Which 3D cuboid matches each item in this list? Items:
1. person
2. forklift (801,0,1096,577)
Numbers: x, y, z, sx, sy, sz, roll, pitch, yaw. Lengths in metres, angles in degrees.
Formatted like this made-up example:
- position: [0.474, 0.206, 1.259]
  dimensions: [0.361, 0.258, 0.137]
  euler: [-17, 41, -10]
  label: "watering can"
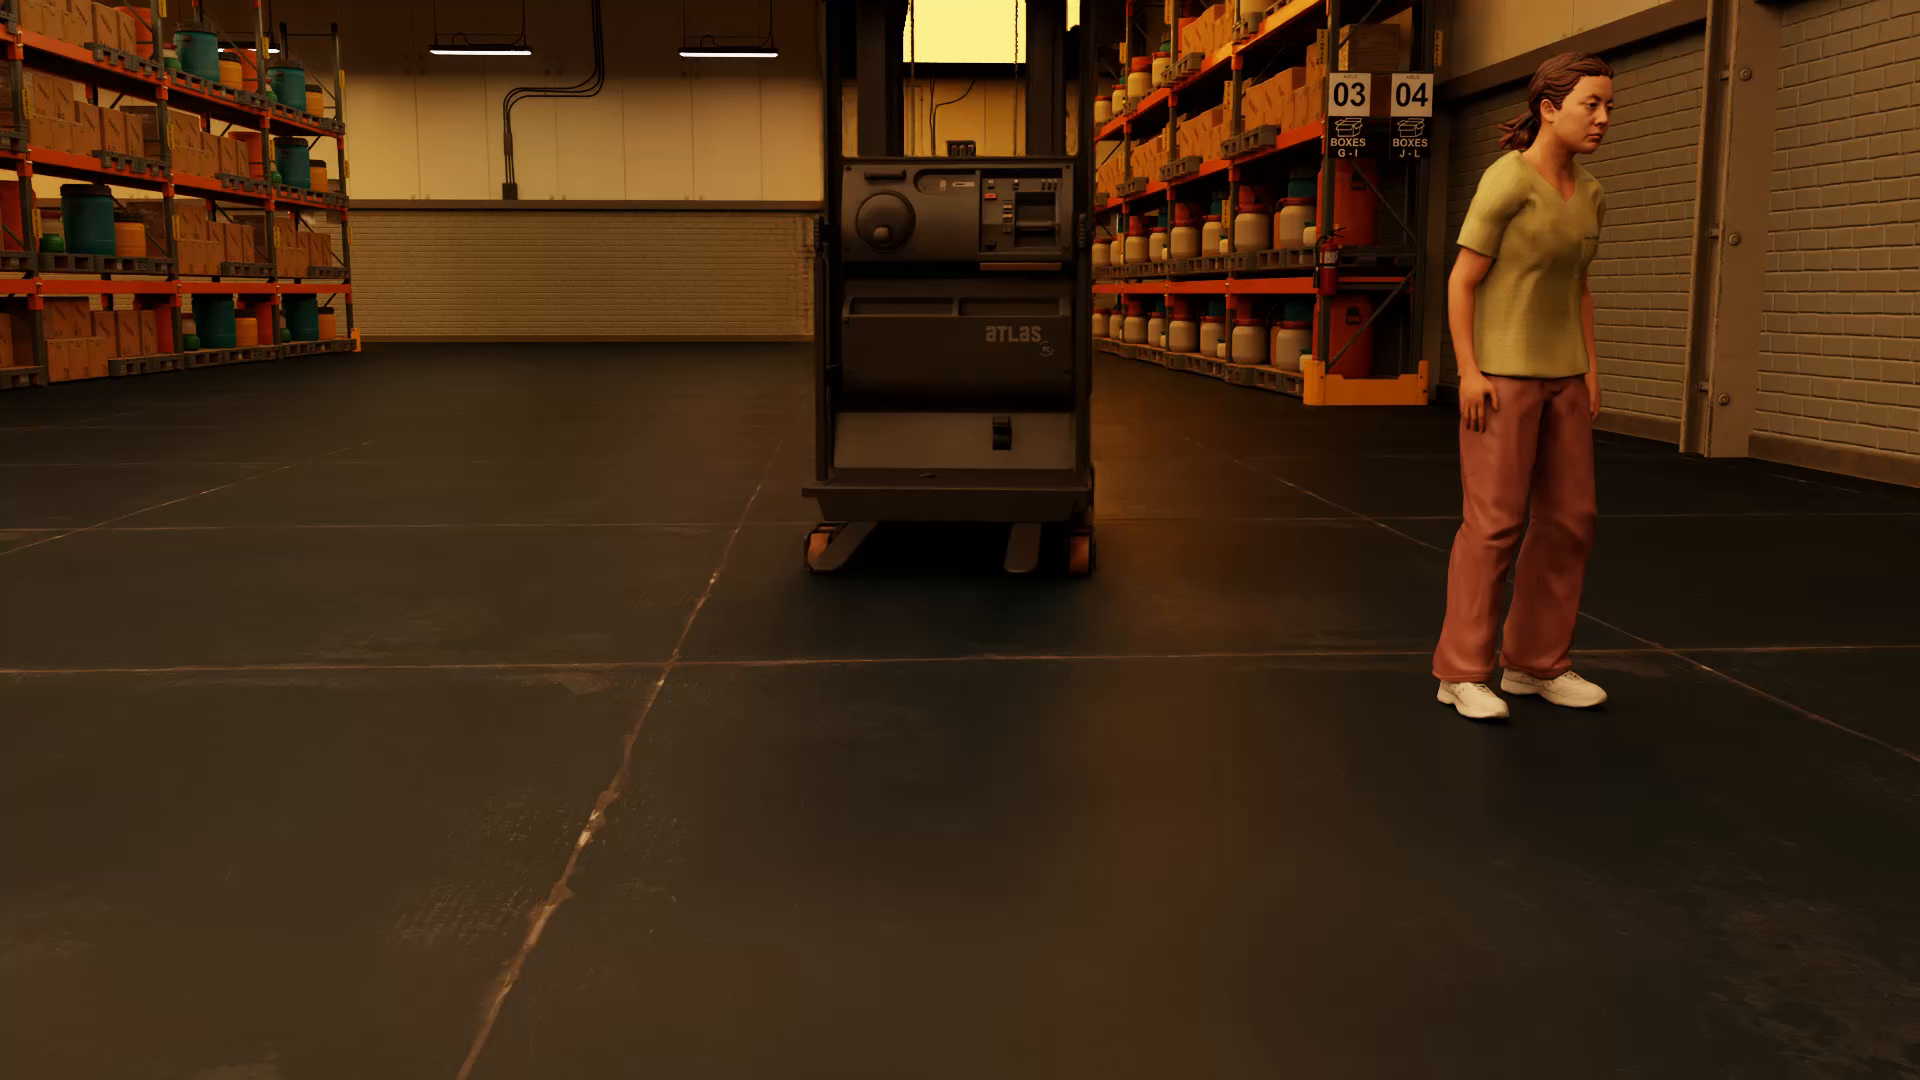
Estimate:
- position: [1.479, -0.396, 4.290]
  dimensions: [0.515, 1.671, 0.365]
  euler: [-5, 10, -28]
  label: "person"
- position: [-0.022, -1.356, 6.466]
  dimensions: [1.130, 2.935, 3.031]
  euler: [1, 8, 4]
  label: "forklift"
